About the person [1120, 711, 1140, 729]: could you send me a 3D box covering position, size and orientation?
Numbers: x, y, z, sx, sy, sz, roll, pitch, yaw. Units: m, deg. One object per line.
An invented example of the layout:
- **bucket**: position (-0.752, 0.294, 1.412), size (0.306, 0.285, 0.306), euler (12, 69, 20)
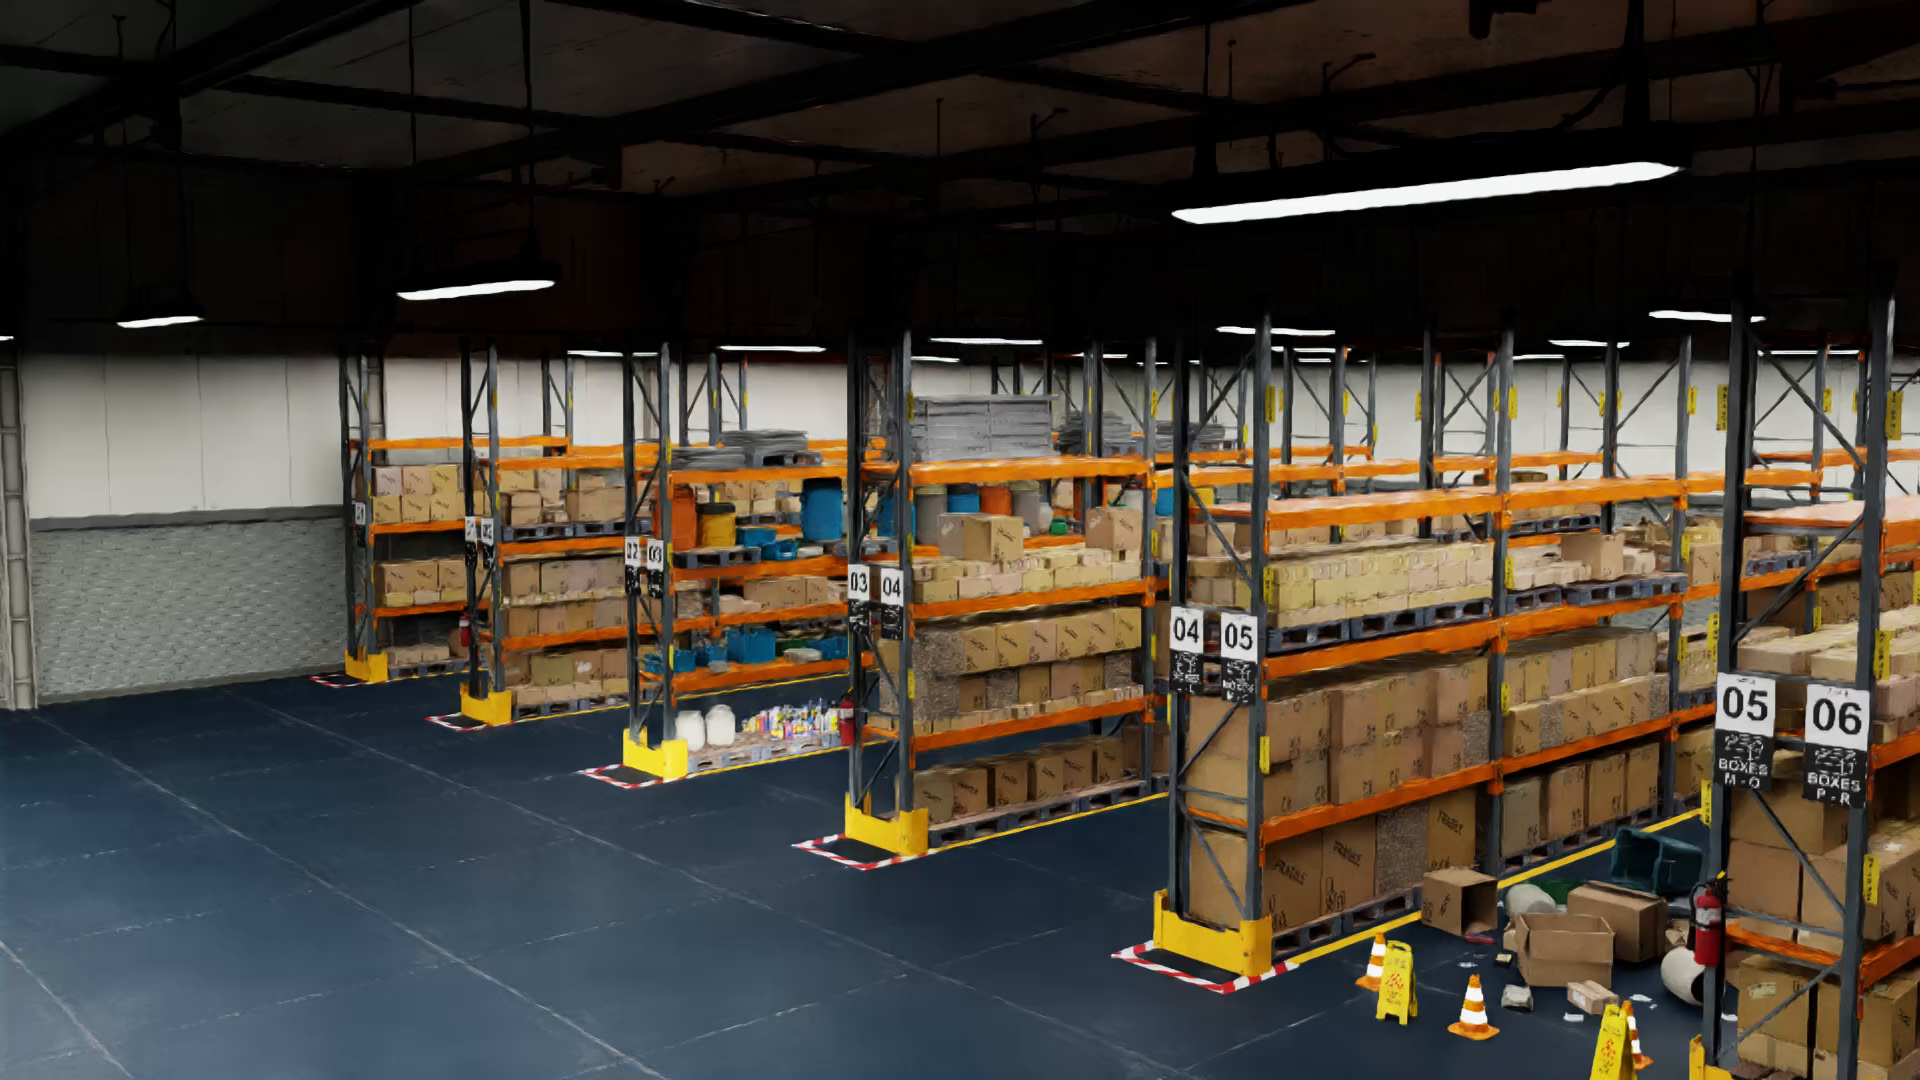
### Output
- **person**: position (2.412, 2.238, 23.696), size (0.831, 1.620, 0.603), euler (-4, 6, -36)

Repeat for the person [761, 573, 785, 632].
- **person**: position (-3.724, 1.401, 32.368), size (1.193, 1.698, 0.598), euler (-4, 7, -40)
